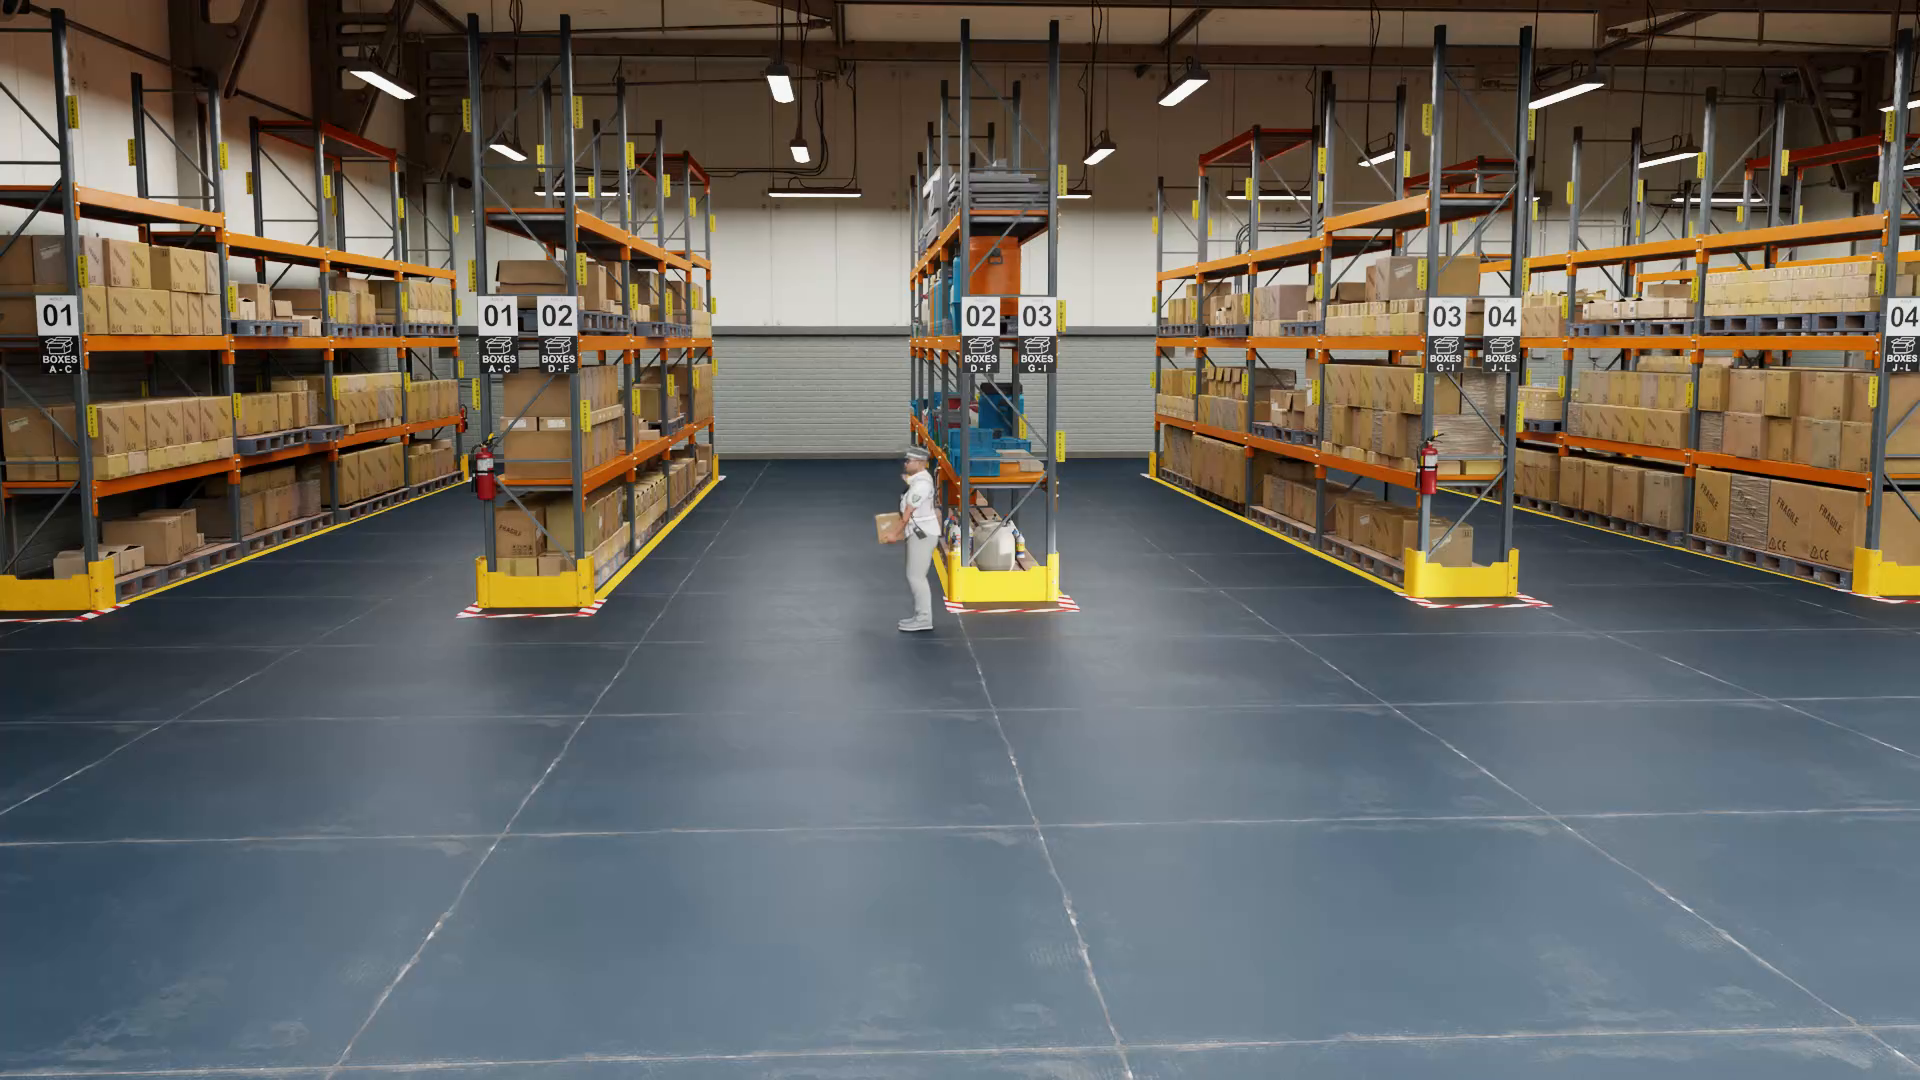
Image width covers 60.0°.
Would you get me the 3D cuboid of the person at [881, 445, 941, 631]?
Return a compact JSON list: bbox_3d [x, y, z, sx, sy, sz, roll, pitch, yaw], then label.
[{"bbox_3d":[-0.473,-0.025,15.883,0.573,1.770,0.490,-1,7,-5],"label":"person"}]
